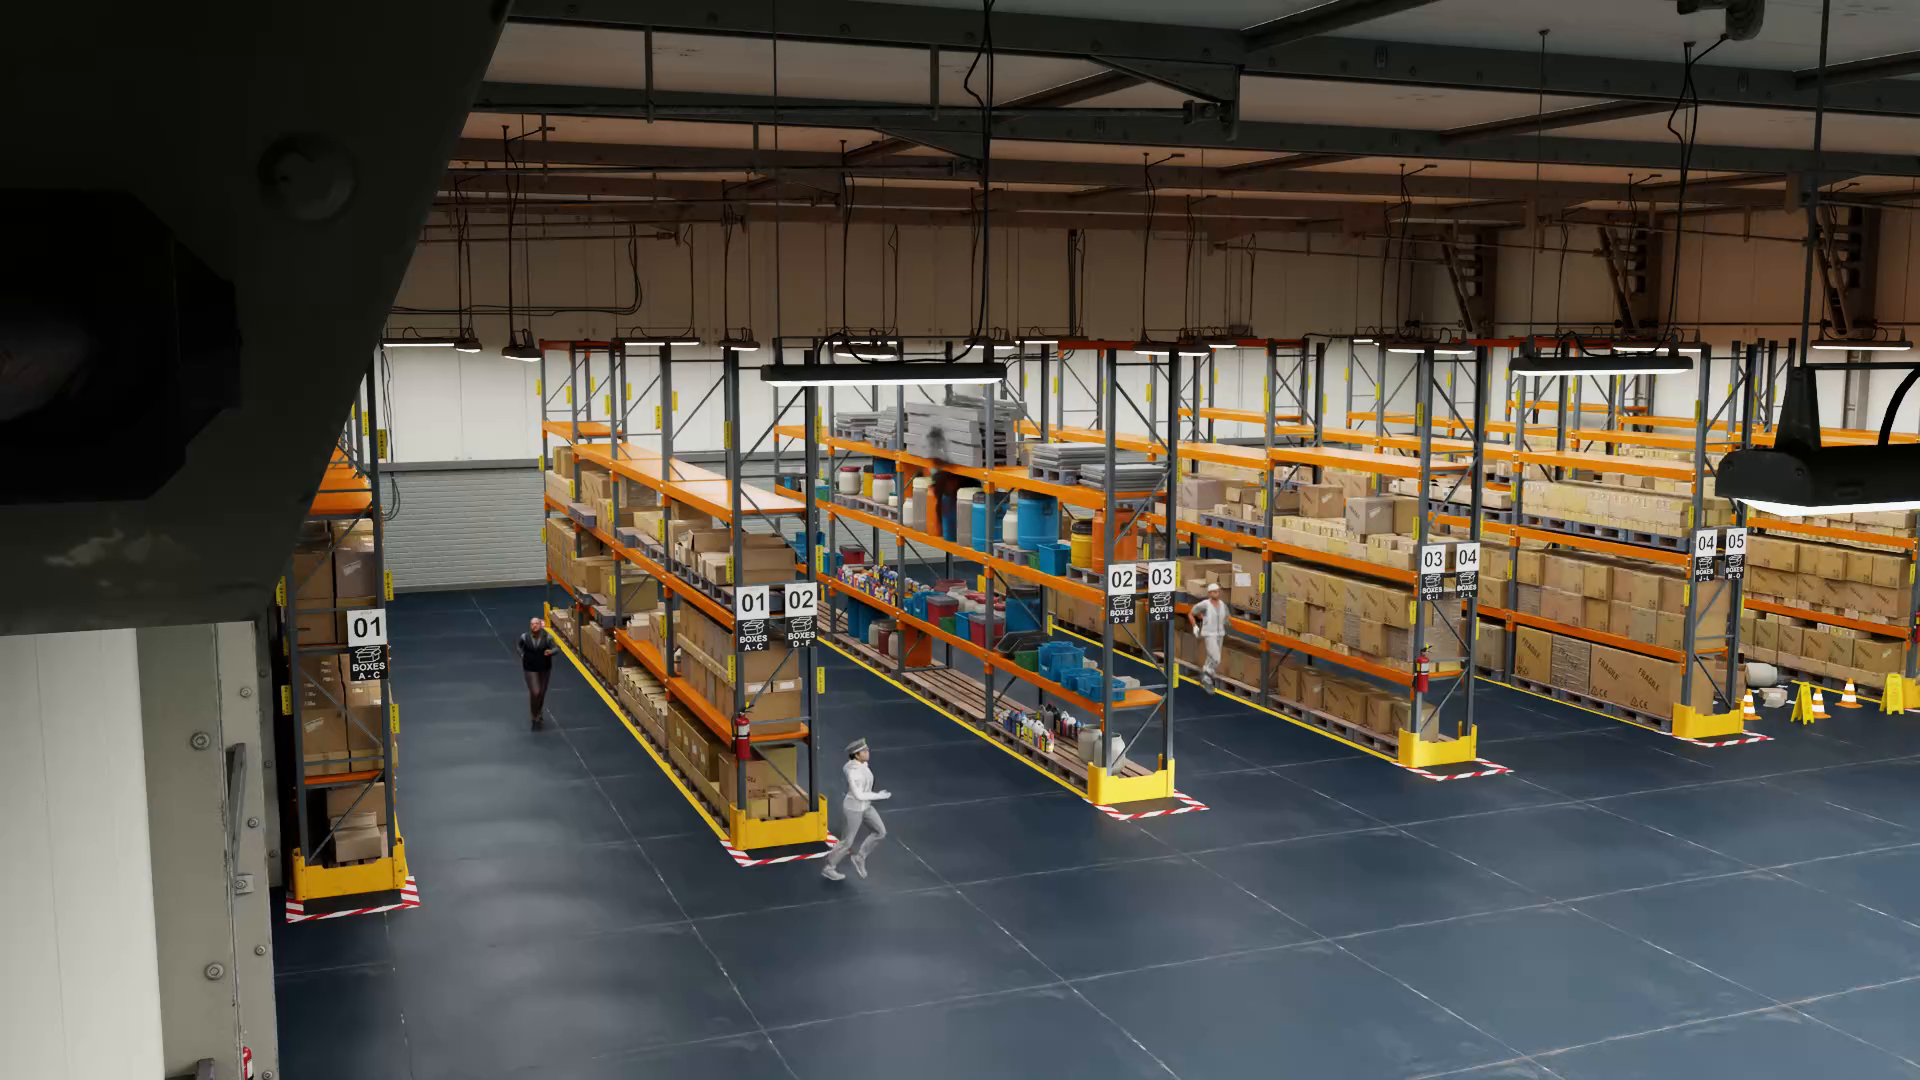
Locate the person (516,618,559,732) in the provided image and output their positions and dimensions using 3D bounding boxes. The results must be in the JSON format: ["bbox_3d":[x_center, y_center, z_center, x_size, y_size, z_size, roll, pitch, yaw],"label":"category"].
[{"bbox_3d":[-6.626,2.097,26.174,0.628,1.792,0.781,-3,8,-22],"label":"person"}]

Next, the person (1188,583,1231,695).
[{"bbox_3d":[4.169,1.629,27.265,0.641,1.836,0.689,-4,9,-31],"label":"person"}]

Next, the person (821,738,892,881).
[{"bbox_3d":[-1.159,3.042,18.870,0.816,1.656,0.607,2,8,13],"label":"person"}]
